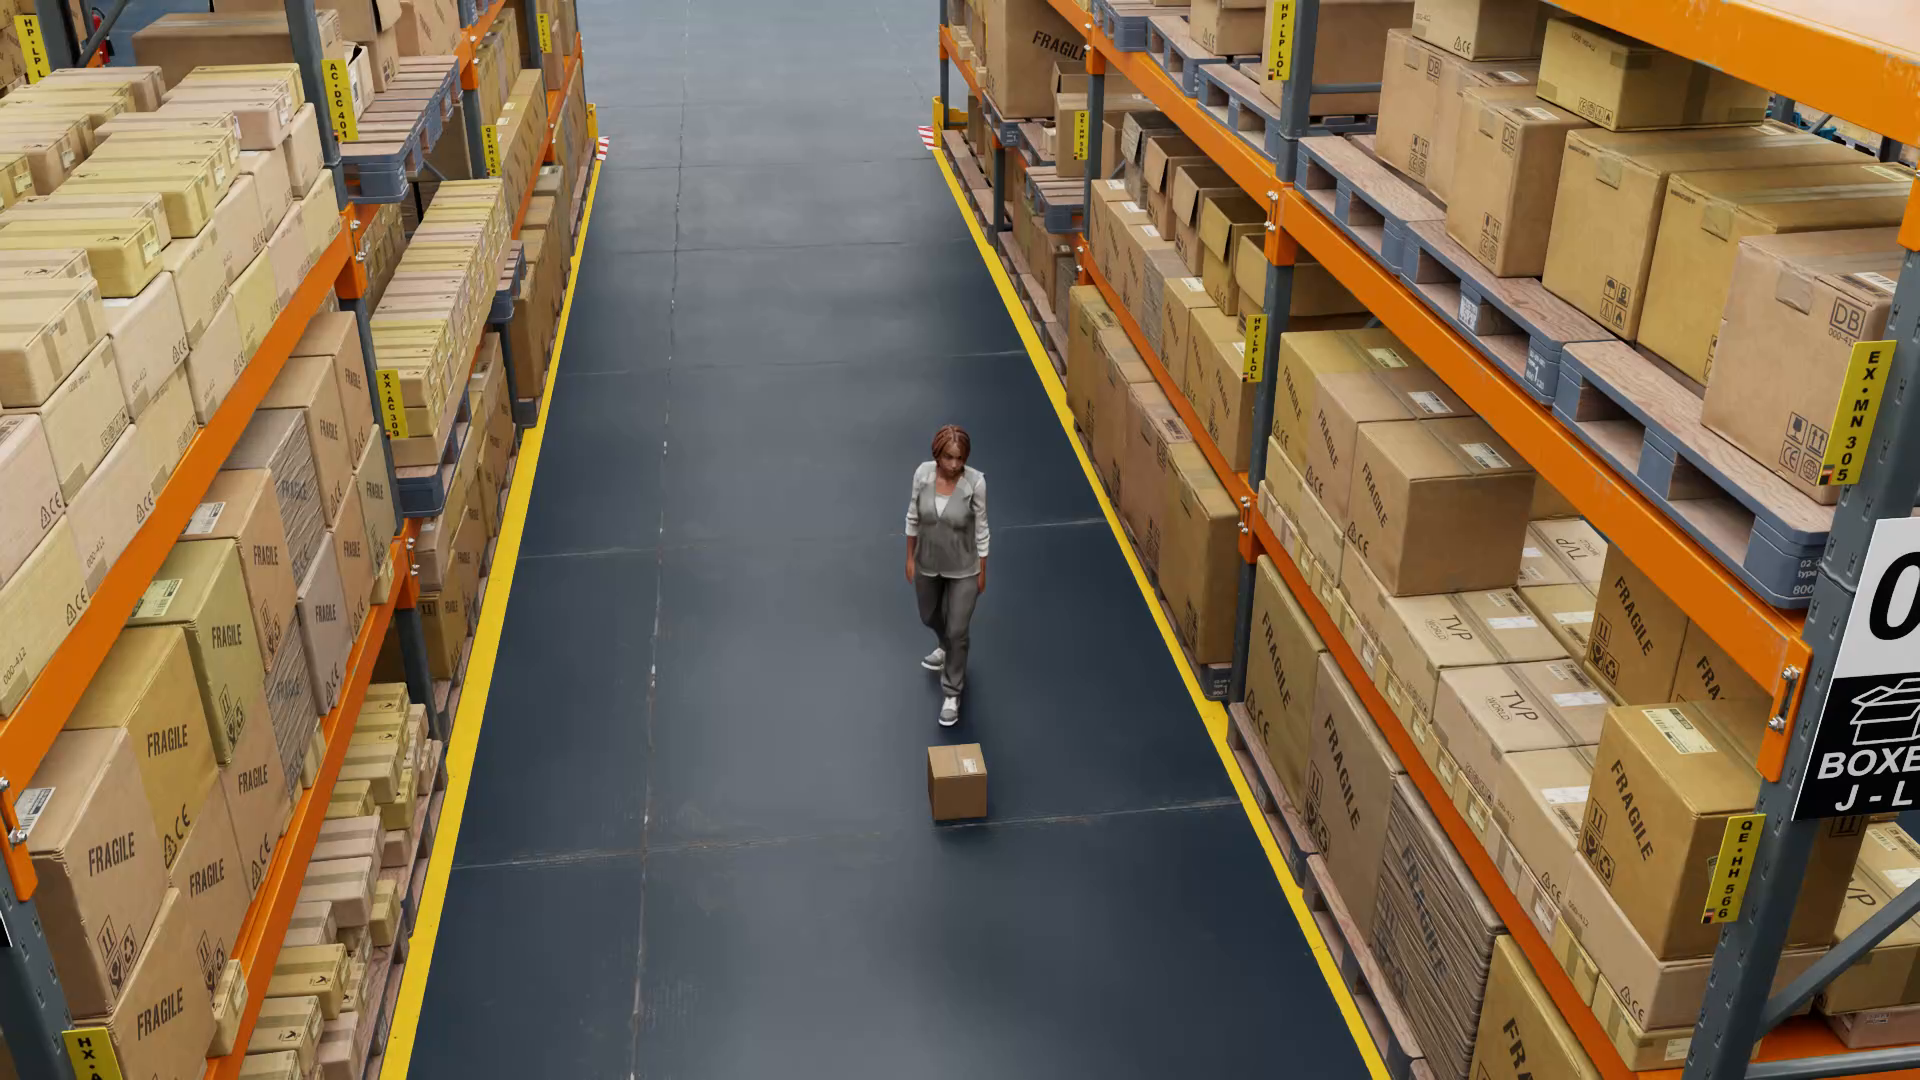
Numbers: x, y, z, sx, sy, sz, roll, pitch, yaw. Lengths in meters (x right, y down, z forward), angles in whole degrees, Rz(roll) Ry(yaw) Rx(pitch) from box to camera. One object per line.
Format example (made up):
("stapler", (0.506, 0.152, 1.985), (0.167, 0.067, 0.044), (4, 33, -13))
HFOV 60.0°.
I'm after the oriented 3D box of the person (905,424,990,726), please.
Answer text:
("person", (-0.045, 0.119, 8.408), (0.435, 1.581, 0.618), (10, 29, 18))
